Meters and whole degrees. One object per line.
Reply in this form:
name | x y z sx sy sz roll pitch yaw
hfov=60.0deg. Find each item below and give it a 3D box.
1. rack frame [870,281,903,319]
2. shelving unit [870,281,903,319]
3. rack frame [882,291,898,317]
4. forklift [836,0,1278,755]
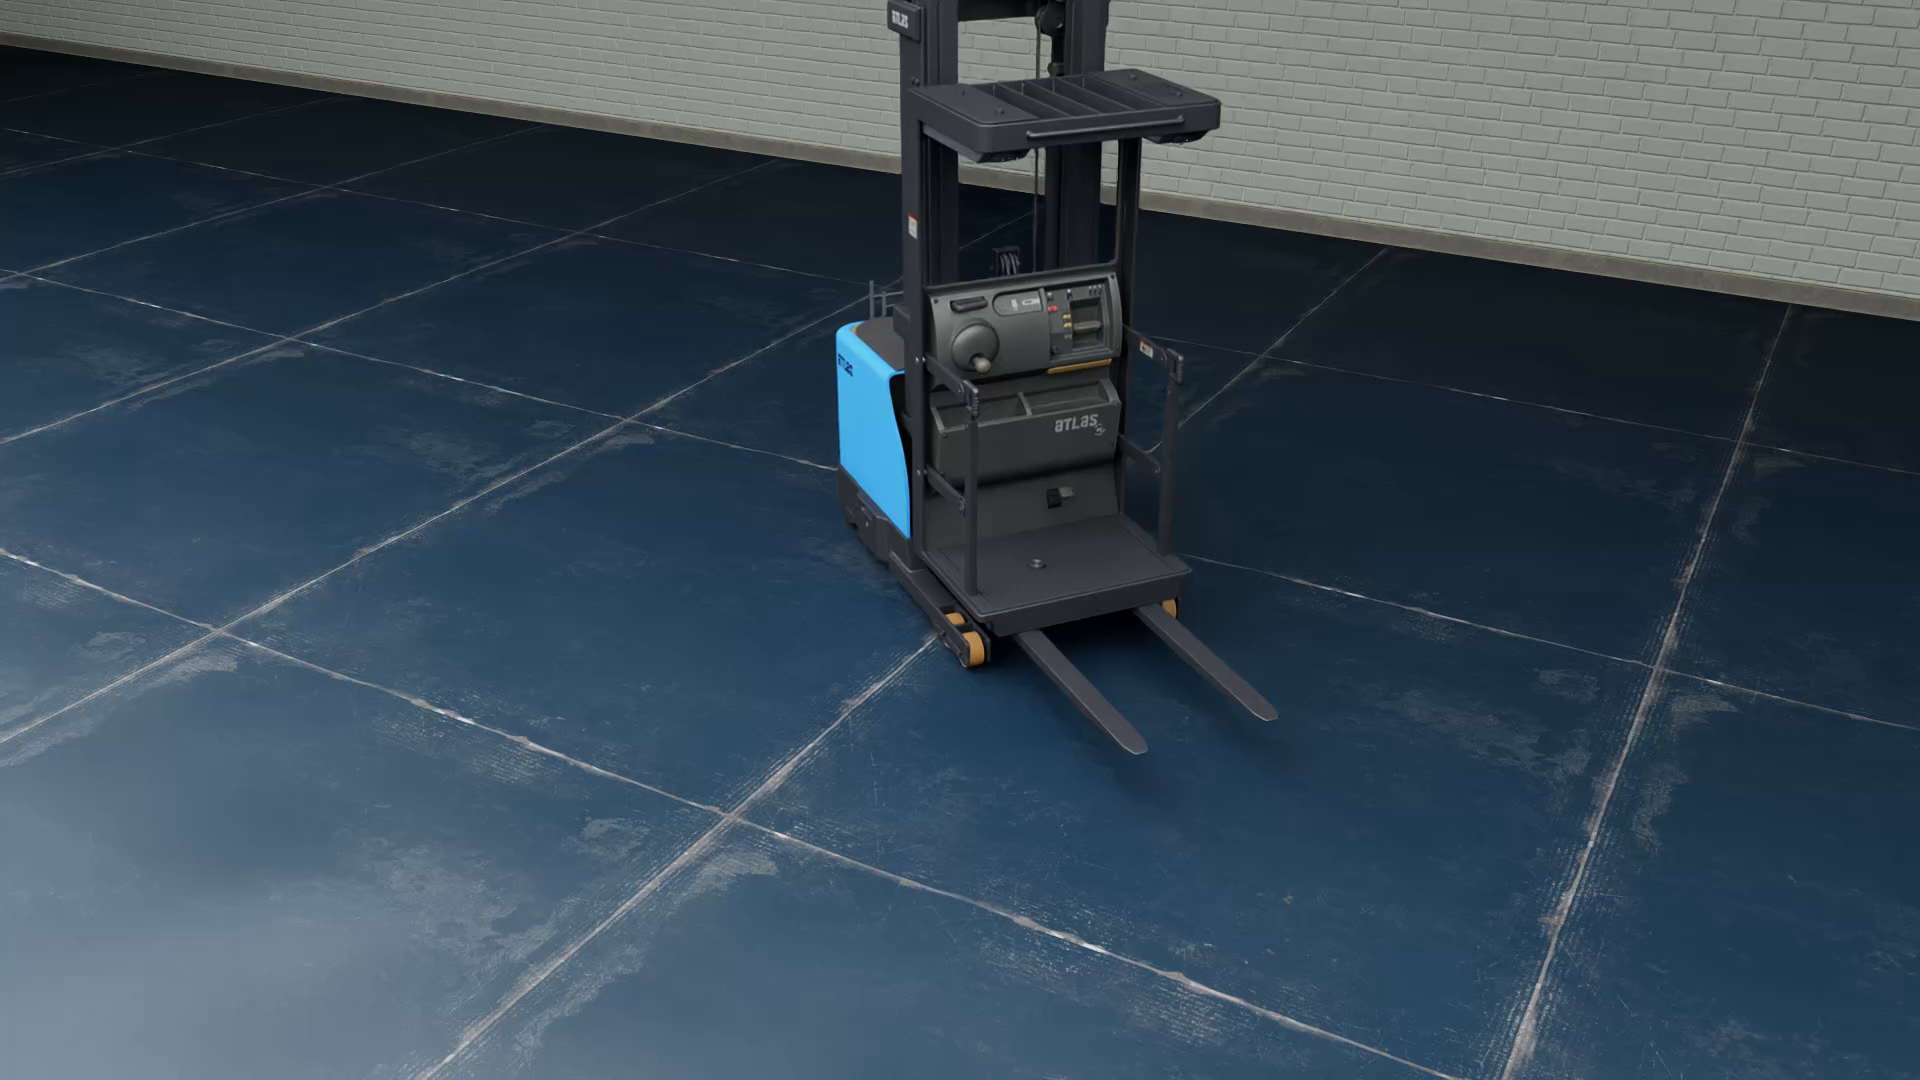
rack frame | -0.368 -0.856 9.119 0.240 1.200 0.006 -11 29 -21
shelving unit | -0.332 -0.818 9.044 0.258 1.200 0.189 -11 29 -21
rack frame | -0.296 -0.780 8.969 0.240 1.200 0.006 -11 29 -21
forklift | 0.395 -0.946 7.365 1.130 2.935 3.031 -11 29 -21
